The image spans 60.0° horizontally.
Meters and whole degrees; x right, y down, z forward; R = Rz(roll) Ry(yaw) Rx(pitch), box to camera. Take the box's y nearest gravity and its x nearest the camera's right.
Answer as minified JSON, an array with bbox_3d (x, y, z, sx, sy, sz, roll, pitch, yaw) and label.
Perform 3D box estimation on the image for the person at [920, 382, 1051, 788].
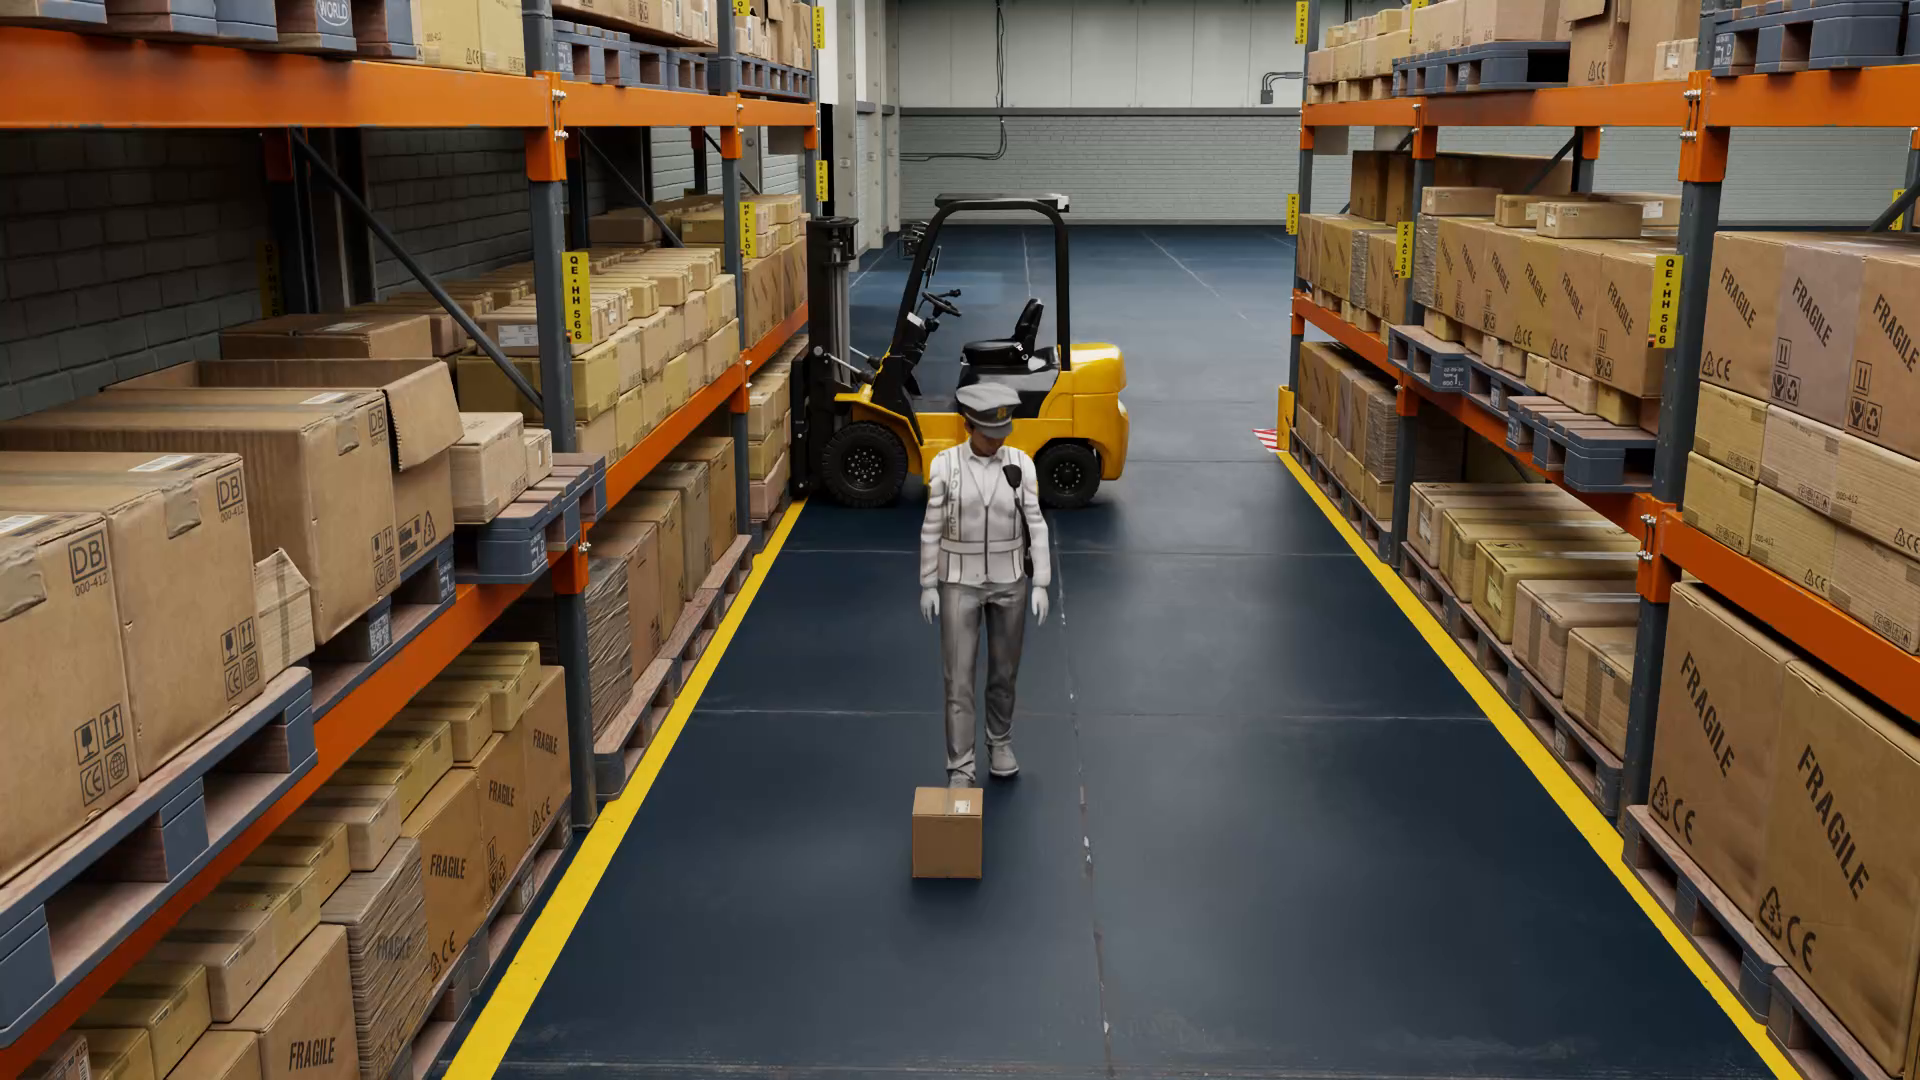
[{"bbox_3d":[0.112,0.213,6.587,0.524,1.645,0.719,-1,14,-5],"label":"person"}]
